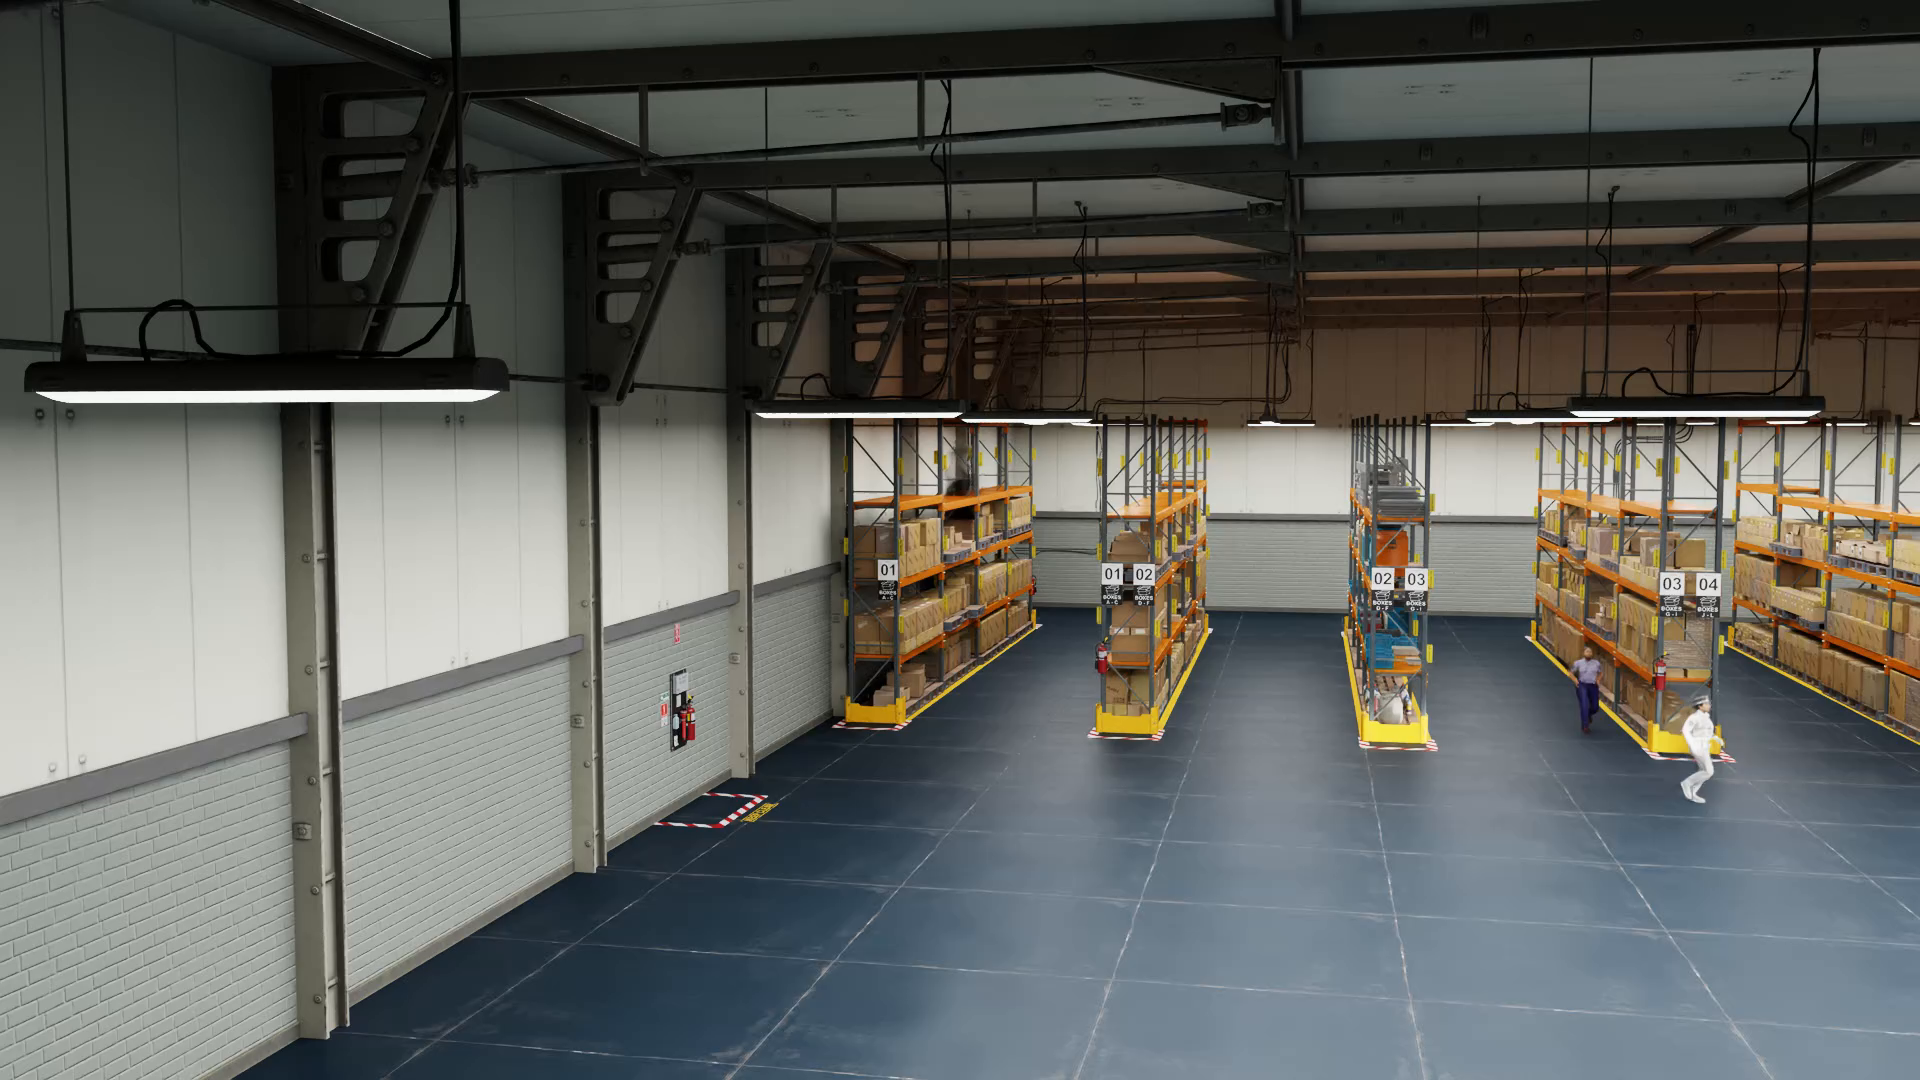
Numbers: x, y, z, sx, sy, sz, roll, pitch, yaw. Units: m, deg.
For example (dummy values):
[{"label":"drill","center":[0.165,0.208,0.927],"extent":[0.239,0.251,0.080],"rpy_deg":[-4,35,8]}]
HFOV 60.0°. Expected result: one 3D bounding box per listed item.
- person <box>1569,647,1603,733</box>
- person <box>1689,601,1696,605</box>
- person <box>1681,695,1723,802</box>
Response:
[{"label":"person","center":[11.893,2.824,31.575],"extent":[0.613,1.590,0.688],"rpy_deg":[1,4,8]},{"label":"person","center":[19.196,1.999,43.816],"extent":[0.680,1.650,0.649],"rpy_deg":[2,4,22]},{"label":"person","center":[11.391,3.197,25.511],"extent":[0.538,1.658,0.630],"rpy_deg":[4,5,43]}]
